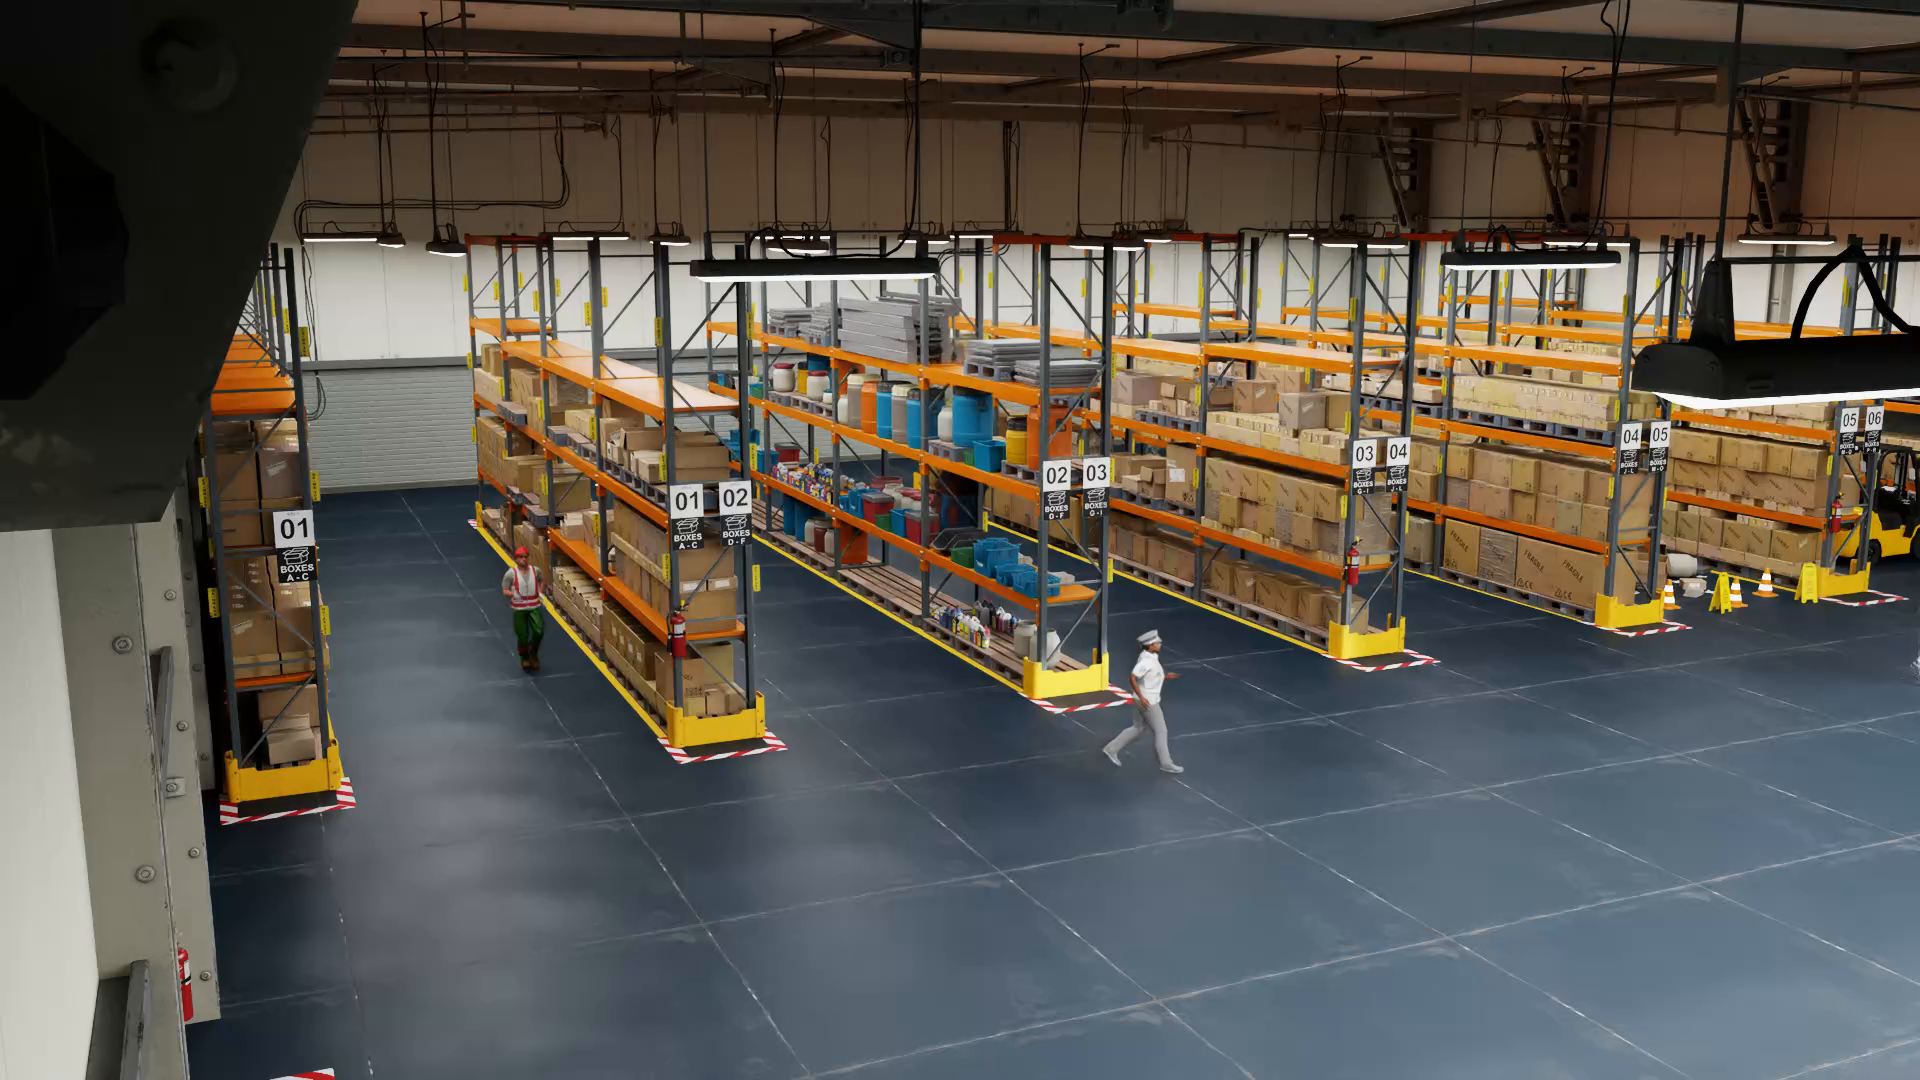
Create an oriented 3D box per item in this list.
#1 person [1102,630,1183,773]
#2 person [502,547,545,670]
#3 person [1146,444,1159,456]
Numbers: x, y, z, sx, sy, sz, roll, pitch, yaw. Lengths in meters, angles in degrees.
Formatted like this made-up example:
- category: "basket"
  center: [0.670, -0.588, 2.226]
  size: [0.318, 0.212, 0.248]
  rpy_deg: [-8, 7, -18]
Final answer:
- category: "person"
  center: [2.110, 1.847, 19.034]
  size: [0.939, 1.683, 0.574]
  rpy_deg: [0, 11, -1]
- category: "person"
  center: [-6.082, 0.983, 23.395]
  size: [0.636, 1.772, 0.626]
  rpy_deg: [-5, 12, -25]
- category: "person"
  center: [4.844, -2.482, 41.618]
  size: [0.648, 1.708, 0.605]
  rpy_deg: [6, 13, 30]
